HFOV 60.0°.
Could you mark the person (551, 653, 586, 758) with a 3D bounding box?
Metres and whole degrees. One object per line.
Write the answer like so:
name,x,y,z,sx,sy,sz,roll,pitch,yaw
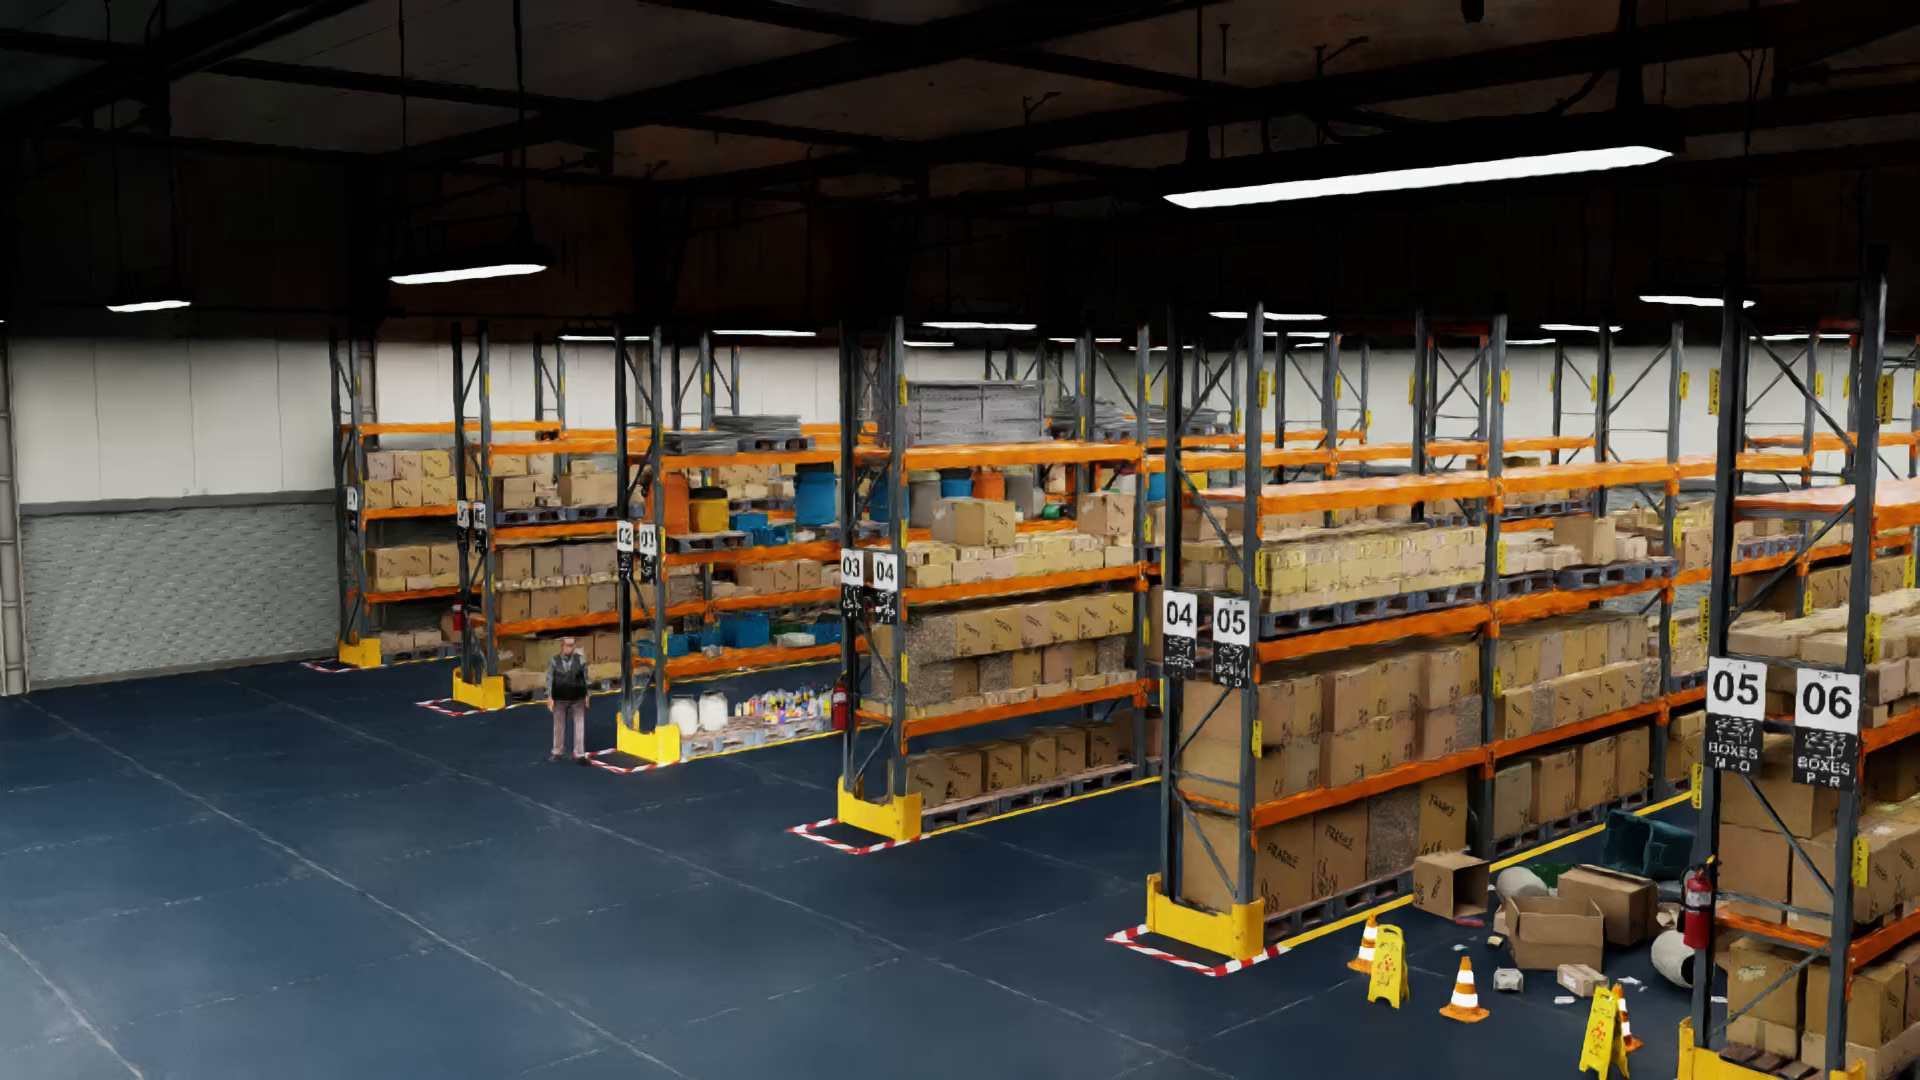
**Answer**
person,-5.228,2.210,22.146,0.478,1.435,0.442,-1,6,-8
